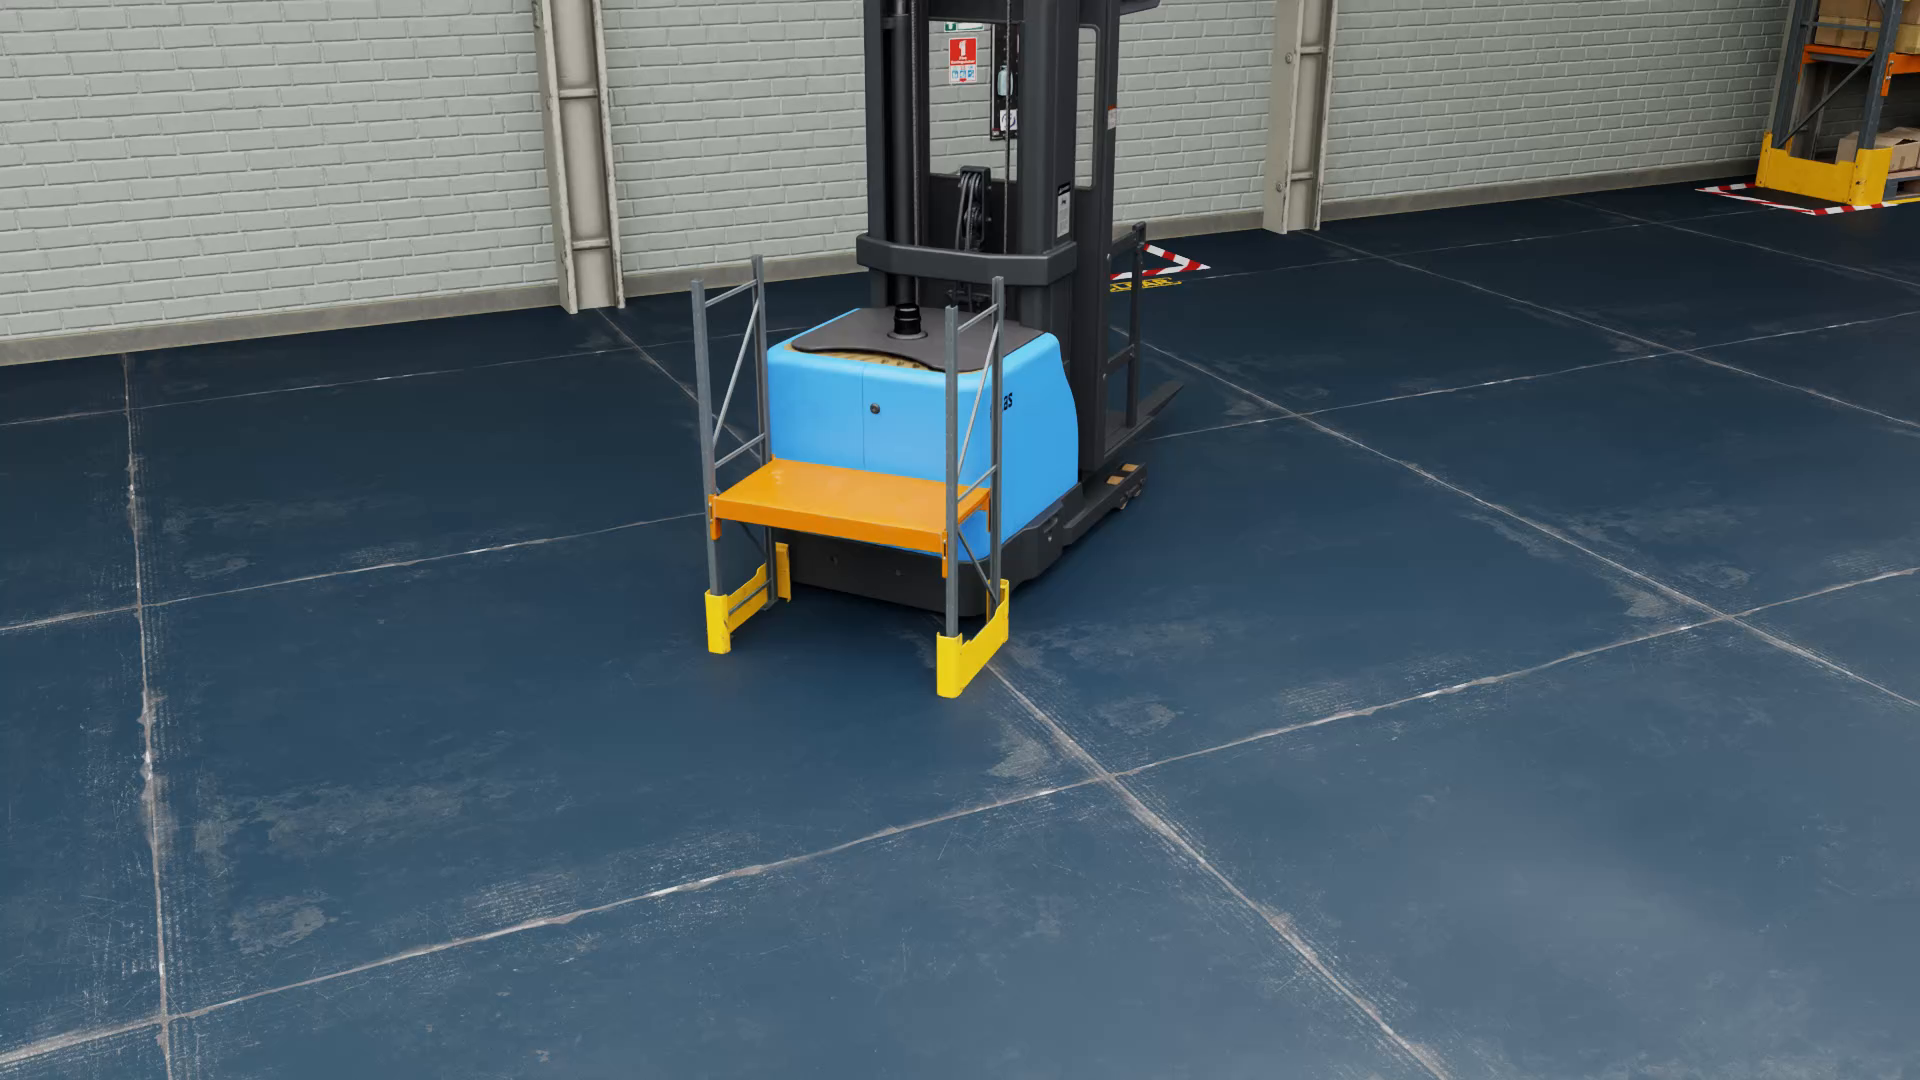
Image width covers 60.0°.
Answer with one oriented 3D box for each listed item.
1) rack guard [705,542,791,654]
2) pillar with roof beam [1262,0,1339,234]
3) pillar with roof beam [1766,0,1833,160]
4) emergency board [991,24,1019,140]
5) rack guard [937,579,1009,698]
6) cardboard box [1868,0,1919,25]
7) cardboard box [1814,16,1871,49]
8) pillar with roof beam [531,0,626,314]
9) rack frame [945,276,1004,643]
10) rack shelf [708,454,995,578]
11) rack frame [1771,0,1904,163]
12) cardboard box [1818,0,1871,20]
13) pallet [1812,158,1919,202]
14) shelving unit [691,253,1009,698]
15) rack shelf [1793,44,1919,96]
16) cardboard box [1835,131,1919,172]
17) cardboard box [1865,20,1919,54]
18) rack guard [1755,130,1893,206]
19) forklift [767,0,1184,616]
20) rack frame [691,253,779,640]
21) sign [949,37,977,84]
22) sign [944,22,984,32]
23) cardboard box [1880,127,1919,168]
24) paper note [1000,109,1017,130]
[{"bbox_3d":[-0.868,0.233,6.860,0.087,0.250,0.587,9,24,20],"label":"rack guard"},{"bbox_3d":[4.677,-5.326,8.851,0.400,9.000,9.100,-10,25,-24],"label":"pillar with roof beam"},{"bbox_3d":[10.084,-6.321,11.255,0.400,9.000,9.100,-10,25,-24],"label":"pillar with roof beam"},{"bbox_3d":[0.567,-3.641,12.624,0.643,1.169,0.194,-10,25,-24],"label":"emergency board"},{"bbox_3d":[0.055,0.377,6.513,0.087,0.250,0.587,9,24,20],"label":"rack guard"},{"bbox_3d":[8.521,-4.881,14.808,0.500,0.500,0.500,-10,25,-24],"label":"cardboard box"},{"bbox_3d":[8.298,-4.703,15.359,0.500,0.250,0.500,-10,25,-23],"label":"cardboard box"},{"bbox_3d":[-0.729,-4.331,6.446,0.400,9.000,9.100,-10,25,-24],"label":"pillar with roof beam"},{"bbox_3d":[0.056,-0.201,6.274,0.032,1.500,0.500,9,24,20],"label":"rack frame"},{"bbox_3d":[-0.415,-0.108,6.520,1.000,0.185,0.538,9,24,20],"label":"rack shelf"},{"bbox_3d":[7.961,-4.619,14.986,0.127,3.000,1.000,-10,25,-24],"label":"rack frame"},{"bbox_3d":[8.293,-5.057,15.233,0.500,0.500,0.500,-11,25,-24],"label":"cardboard box"},{"bbox_3d":[8.777,-3.465,15.846,1.213,0.211,1.003,-10,25,-24],"label":"pallet"},{"bbox_3d":[-0.406,-0.273,6.448,1.083,1.500,0.587,9,24,20],"label":"shelving unit"},{"bbox_3d":[9.763,-4.618,15.925,4.000,0.370,1.077,-10,25,-24],"label":"rack shelf"},{"bbox_3d":[8.623,-3.663,15.618,0.500,0.311,0.500,-14,26,-30],"label":"cardboard box"},{"bbox_3d":[8.538,-4.530,14.942,0.500,0.250,0.500,-11,25,-25],"label":"cardboard box"},{"bbox_3d":[8.029,-3.476,15.494,0.348,0.500,1.175,-10,25,-24],"label":"rack guard"},{"bbox_3d":[0.278,-1.568,7.707,1.130,2.935,3.031,11,25,24],"label":"forklift"},{"bbox_3d":[-0.886,-0.347,6.628,0.032,1.500,0.500,9,24,20],"label":"rack frame"},{"bbox_3d":[0.024,-3.601,12.481,0.234,0.329,0.001,-10,25,-24],"label":"sign"},{"bbox_3d":[0.032,-3.844,12.374,0.331,0.109,0.001,-10,25,-24],"label":"sign"},{"bbox_3d":[9.137,-3.758,15.847,0.500,0.311,0.500,-8,24,-19],"label":"cardboard box"},{"bbox_3d":[0.377,-3.228,12.779,0.142,0.148,0.016,-10,25,-24],"label":"paper note"}]
